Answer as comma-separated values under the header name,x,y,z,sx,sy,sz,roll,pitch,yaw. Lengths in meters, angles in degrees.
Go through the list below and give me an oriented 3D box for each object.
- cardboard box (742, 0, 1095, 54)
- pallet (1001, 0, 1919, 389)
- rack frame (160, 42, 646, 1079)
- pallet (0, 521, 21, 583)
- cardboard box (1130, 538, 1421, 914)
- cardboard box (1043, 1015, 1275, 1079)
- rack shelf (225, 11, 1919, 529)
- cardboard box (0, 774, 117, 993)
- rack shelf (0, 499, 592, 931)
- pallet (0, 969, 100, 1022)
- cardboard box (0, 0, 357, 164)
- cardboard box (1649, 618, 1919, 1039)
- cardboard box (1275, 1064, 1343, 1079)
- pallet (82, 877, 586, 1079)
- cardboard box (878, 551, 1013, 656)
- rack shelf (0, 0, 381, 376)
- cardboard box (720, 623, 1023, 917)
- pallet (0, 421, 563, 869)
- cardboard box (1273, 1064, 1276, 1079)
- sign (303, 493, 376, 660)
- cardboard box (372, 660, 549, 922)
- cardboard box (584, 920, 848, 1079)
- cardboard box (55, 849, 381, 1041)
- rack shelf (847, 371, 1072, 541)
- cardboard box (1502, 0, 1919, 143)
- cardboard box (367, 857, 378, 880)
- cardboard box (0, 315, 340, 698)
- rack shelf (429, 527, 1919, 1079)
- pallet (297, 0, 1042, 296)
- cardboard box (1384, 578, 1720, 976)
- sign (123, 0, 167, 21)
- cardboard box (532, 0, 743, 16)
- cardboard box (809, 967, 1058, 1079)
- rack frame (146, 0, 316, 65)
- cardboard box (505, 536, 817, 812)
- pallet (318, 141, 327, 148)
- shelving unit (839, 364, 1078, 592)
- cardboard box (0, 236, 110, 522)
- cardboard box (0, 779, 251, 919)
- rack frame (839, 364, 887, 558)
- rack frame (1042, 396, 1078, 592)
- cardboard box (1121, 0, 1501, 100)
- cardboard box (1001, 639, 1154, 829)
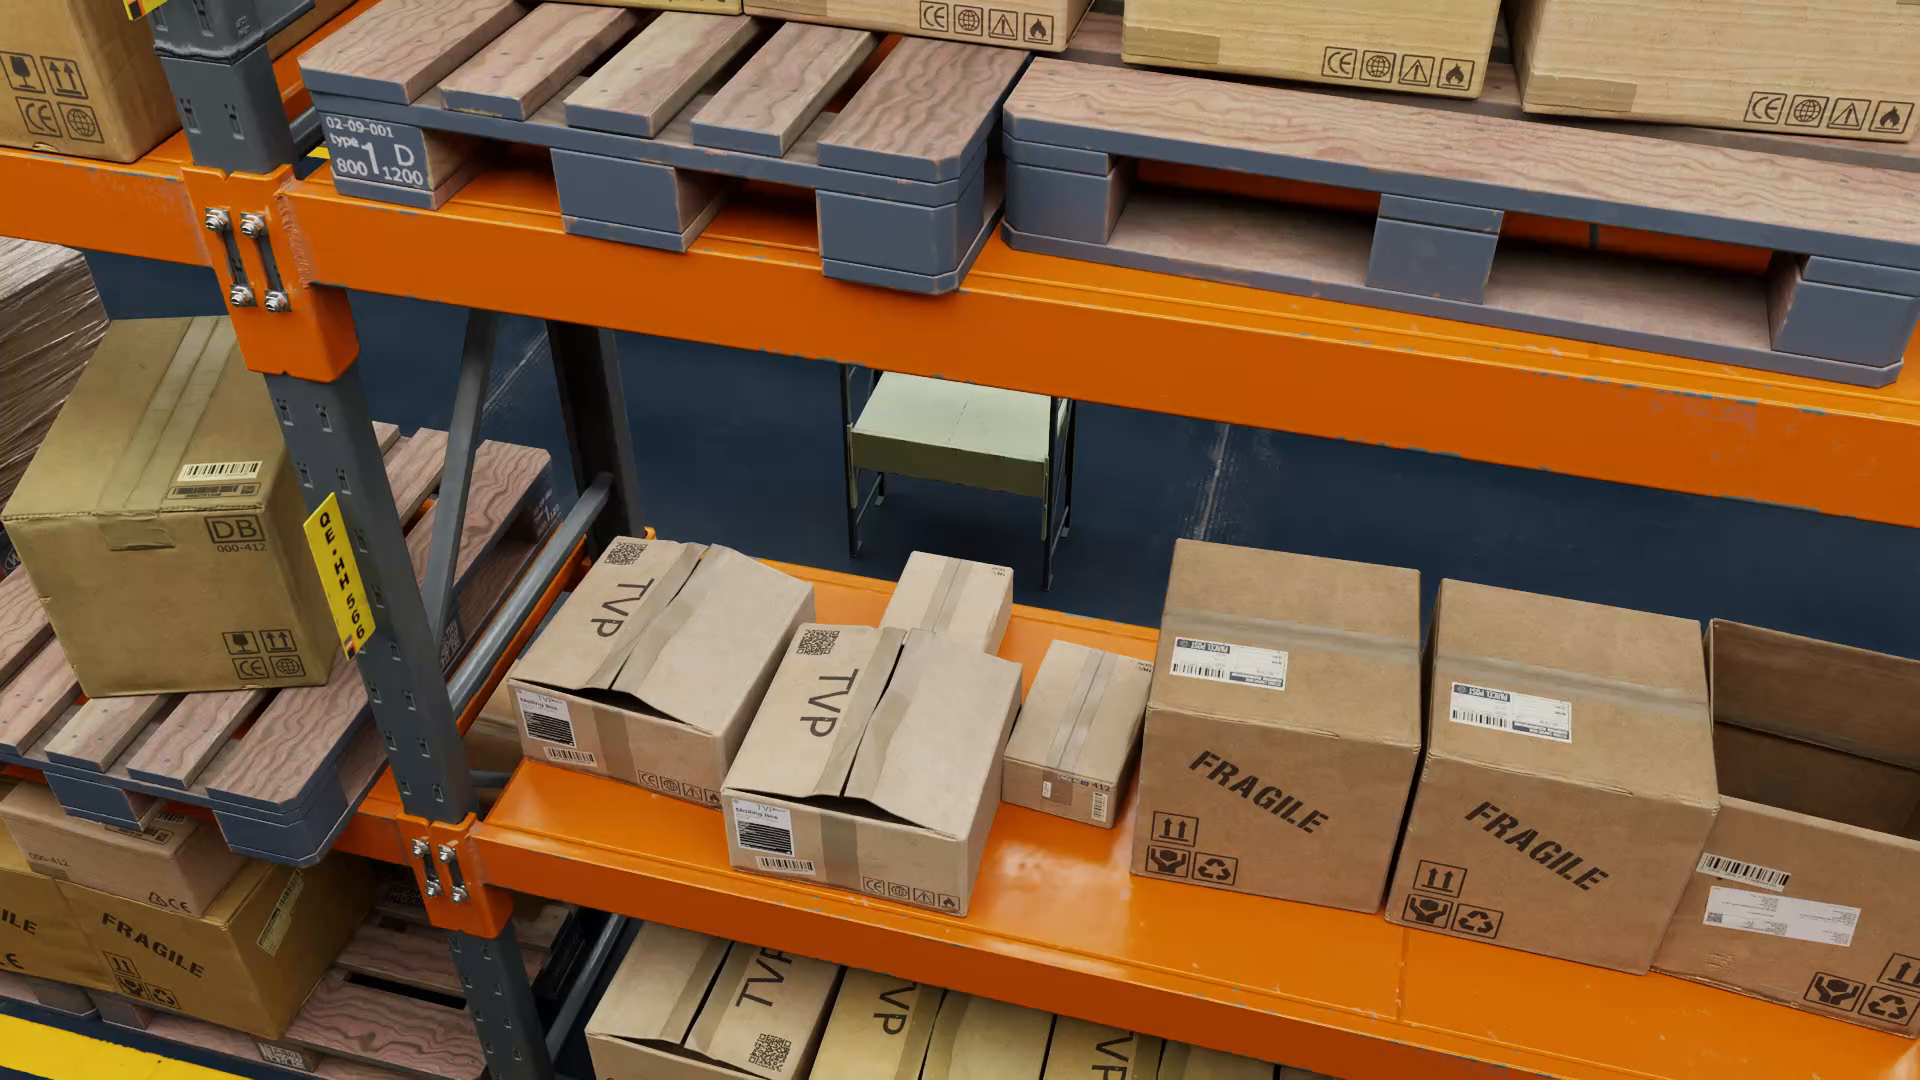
name,x,y,z,sx,sy,sz,roll,pitch,yaw
cardboard box,-0.019,-0.993,2.558,0.500,0.250,0.500,11,41,13
pallet,0.777,-0.693,2.557,1.213,0.211,1.003,12,41,13
rack frame,-0.983,0.142,3.748,0.127,3.000,1.000,10,41,11
pallet,-2.862,-0.105,4.191,1.213,0.211,1.003,10,41,11
cardboard box,0.642,0.373,3.396,0.500,0.500,0.500,8,41,9
cardboard box,0.449,1.258,3.796,0.500,0.311,0.500,9,41,10
rack shelf,0.949,-0.398,2.619,4.000,0.370,1.077,10,41,11
cardboard box,-2.447,0.835,4.525,0.500,0.500,0.500,8,41,10
rack shelf,-2.915,0.085,4.375,4.000,0.370,1.077,10,41,11
pallet,-2.869,0.859,5.064,1.213,0.211,1.003,10,41,11
cardboard box,-1.413,-1.096,2.813,0.500,0.500,0.910,10,41,11
cardboard box,1.635,0.544,3.193,0.500,0.500,0.500,13,42,15
cardboard box,0.946,1.343,3.694,0.500,0.311,0.500,9,41,11
pallet,-1.694,1.063,4.821,1.213,0.211,1.003,10,41,11
cardboard box,-0.042,0.216,3.855,0.250,0.149,0.380,10,41,11
rack shelf,-2.915,-1.063,3.411,4.000,0.370,1.077,10,41,11
cardboard box,-0.169,0.446,3.456,0.500,0.311,0.500,9,41,11
pallet,-1.656,0.147,3.892,1.003,0.211,1.213,10,41,11
cardboard box,0.932,1.555,3.877,0.500,0.250,0.500,11,41,12
sign,-1.114,0.068,2.998,0.005,0.325,0.100,10,41,11
cardboard box,-1.348,0.678,4.712,0.500,0.500,0.500,11,41,13
cardboard box,-0.553,1.089,3.996,0.500,0.311,0.500,11,41,13
cardboard box,-1.947,0.922,4.422,0.500,0.500,0.500,11,41,13
rack shelf,0.006,-0.324,5.976,0.720,0.370,0.431,10,41,11
cardboard box,1.050,-0.801,2.329,0.500,0.250,0.500,7,40,8
cardboard box,-1.856,0.594,4.811,0.500,0.500,0.500,8,41,10
cardboard box,-1.620,-0.091,3.622,0.500,0.500,0.700,-3,40,-3
rack shelf,0.949,0.750,3.584,4.000,0.370,1.077,10,41,11
pallet,-0.304,-0.877,2.776,1.003,0.211,1.213,12,41,13
cardboard box,1.151,0.460,3.292,0.500,0.500,0.500,10,41,11
sign,-1.125,-0.867,2.216,0.005,0.325,0.100,10,41,11
cardboard box,-0.530,-1.069,2.648,0.500,0.250,0.500,7,41,8
cardboard box,-0.043,1.171,3.898,0.500,0.311,0.500,9,41,10
rack frame,-0.983,-2.155,1.819,0.127,3.000,1.000,10,41,11
cardboard box,-0.643,0.264,3.672,0.500,0.311,0.500,12,42,14
pallet,-2.828,-2.377,8.917,1.213,0.211,1.003,10,41,11
shelving unit,0.006,-0.573,5.766,0.755,1.500,0.431,10,41,11
cardboard box,-2.454,-0.362,3.944,0.500,0.500,0.700,17,43,20
cardboard box,-2.002,0.628,4.189,0.500,0.250,0.500,11,41,13
rack frame,-0.347,-0.634,5.839,0.023,1.500,0.400,10,41,11
rack frame,0.360,-0.512,5.694,0.023,1.500,0.400,10,41,11
cardboard box,0.531,-0.891,2.436,0.500,0.250,0.500,9,41,11
cardboard box,0.264,0.416,3.618,0.250,0.149,0.380,13,42,15
